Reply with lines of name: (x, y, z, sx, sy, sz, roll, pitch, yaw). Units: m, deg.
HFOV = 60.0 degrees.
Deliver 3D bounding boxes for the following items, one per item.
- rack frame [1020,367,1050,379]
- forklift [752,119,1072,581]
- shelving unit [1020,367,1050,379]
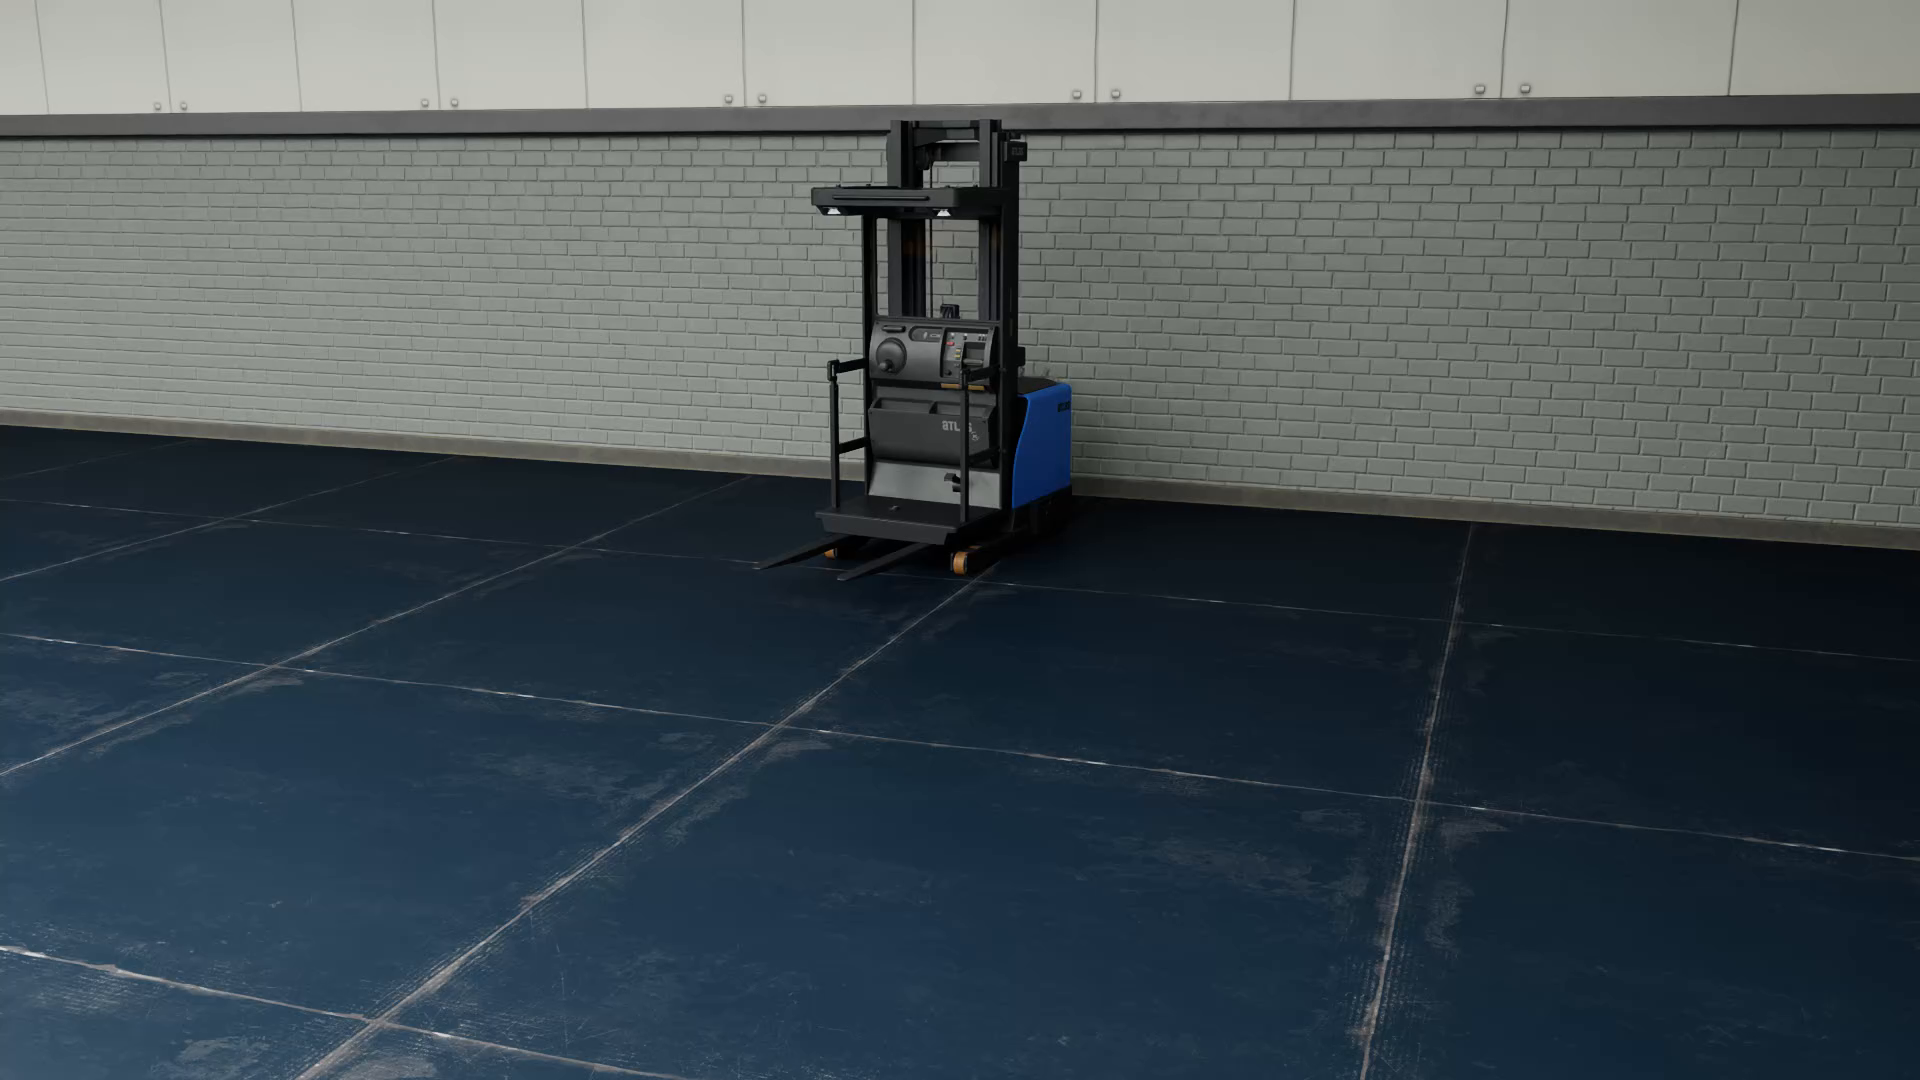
rack frame: (0.431, -0.849, 13.091, 0.240, 1.200, 0.006, 7, -25, 28)
forklift: (-0.288, -1.305, 11.119, 1.130, 2.935, 3.031, 7, 14, 27)
shelving unit: (0.465, -0.806, 13.164, 0.258, 1.200, 0.189, 7, -25, 28)
